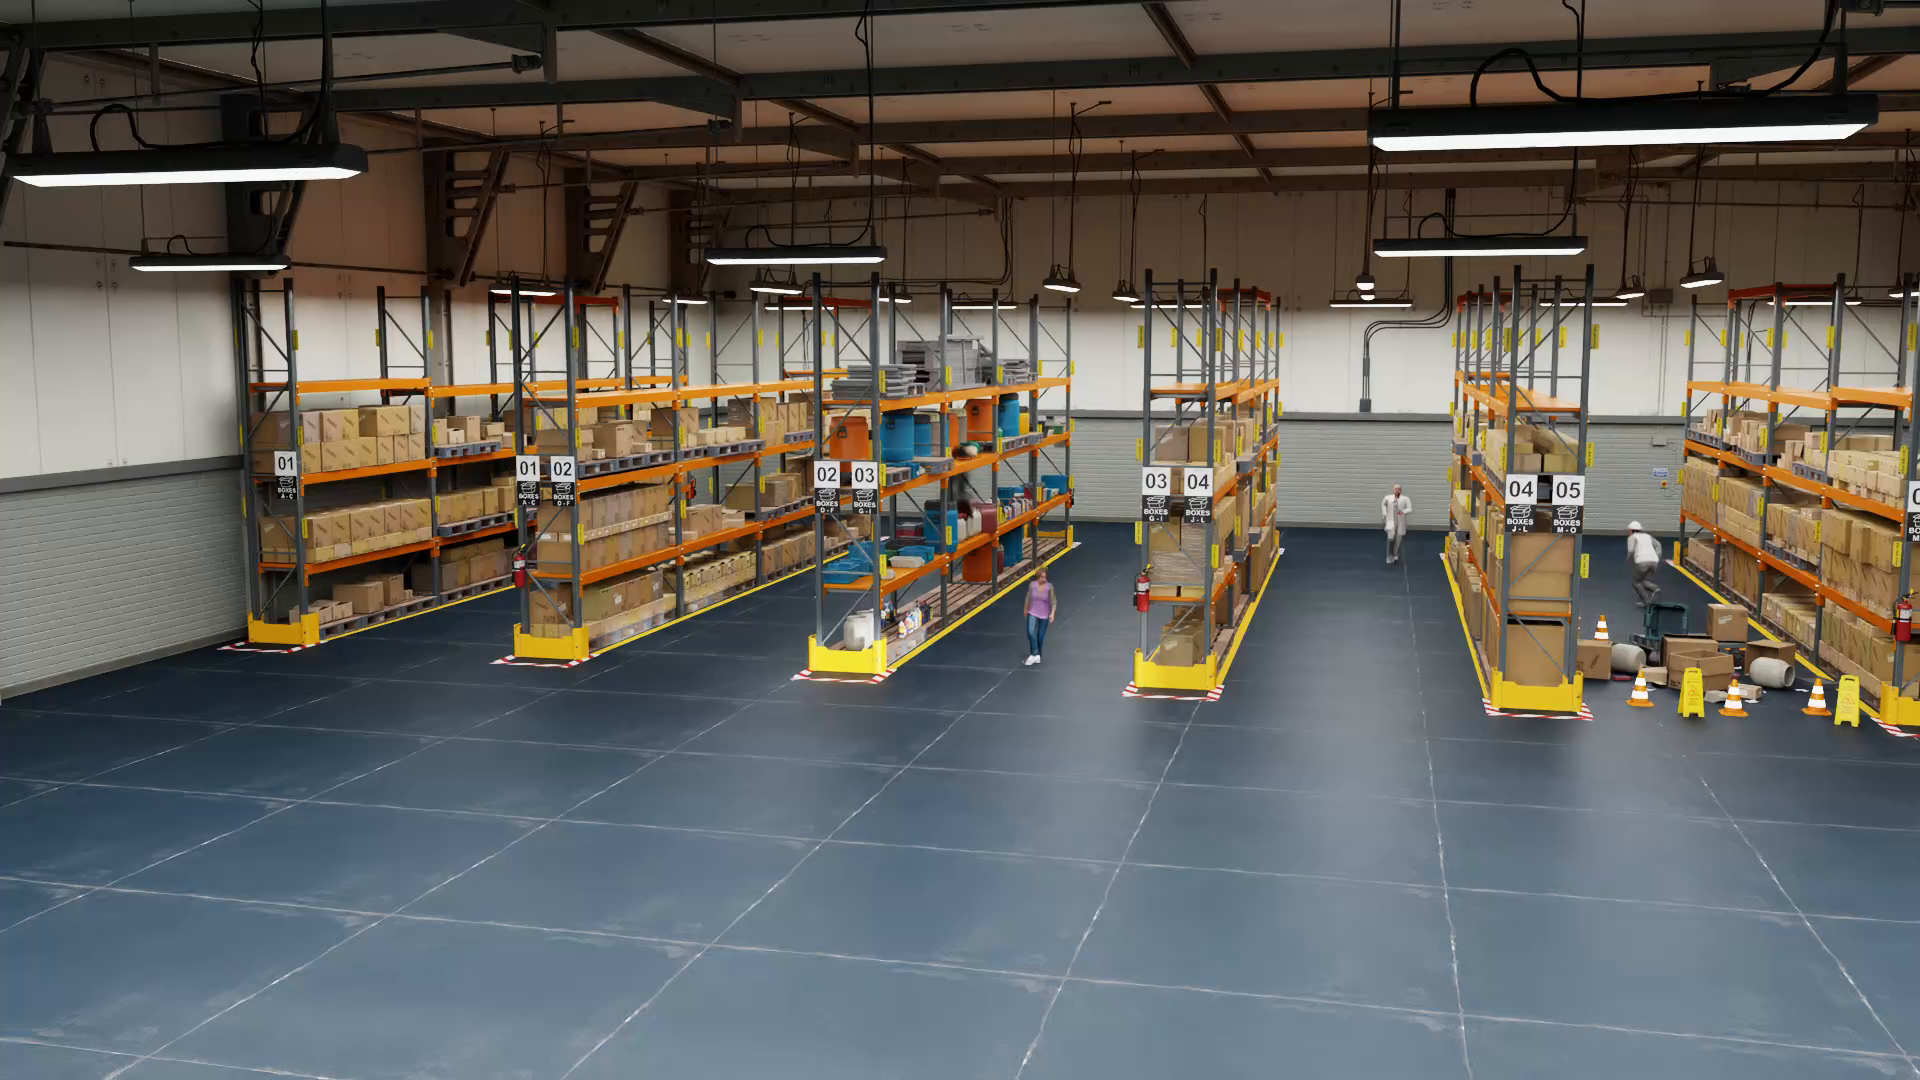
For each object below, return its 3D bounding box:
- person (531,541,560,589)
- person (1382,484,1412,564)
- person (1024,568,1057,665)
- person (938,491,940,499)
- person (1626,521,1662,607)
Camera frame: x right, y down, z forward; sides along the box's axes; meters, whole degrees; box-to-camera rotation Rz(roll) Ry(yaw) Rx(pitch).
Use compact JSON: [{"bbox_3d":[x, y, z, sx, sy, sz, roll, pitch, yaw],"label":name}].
[{"bbox_3d":[-7.419,0.531,30.276,0.699,1.717,0.807,0,7,-1],"label":"person"},{"bbox_3d":[9.801,-0.348,37.347,0.675,1.808,0.777,2,7,15],"label":"person"},{"bbox_3d":[1.236,1.168,25.568,0.507,1.534,0.725,0,7,1],"label":"person"},{"bbox_3d":[-0.389,-0.240,36.913,0.570,1.740,0.728,1,7,12],"label":"person"},{"bbox_3d":[12.964,0.461,31.454,0.677,1.583,0.936,-2,7,-16],"label":"person"}]
